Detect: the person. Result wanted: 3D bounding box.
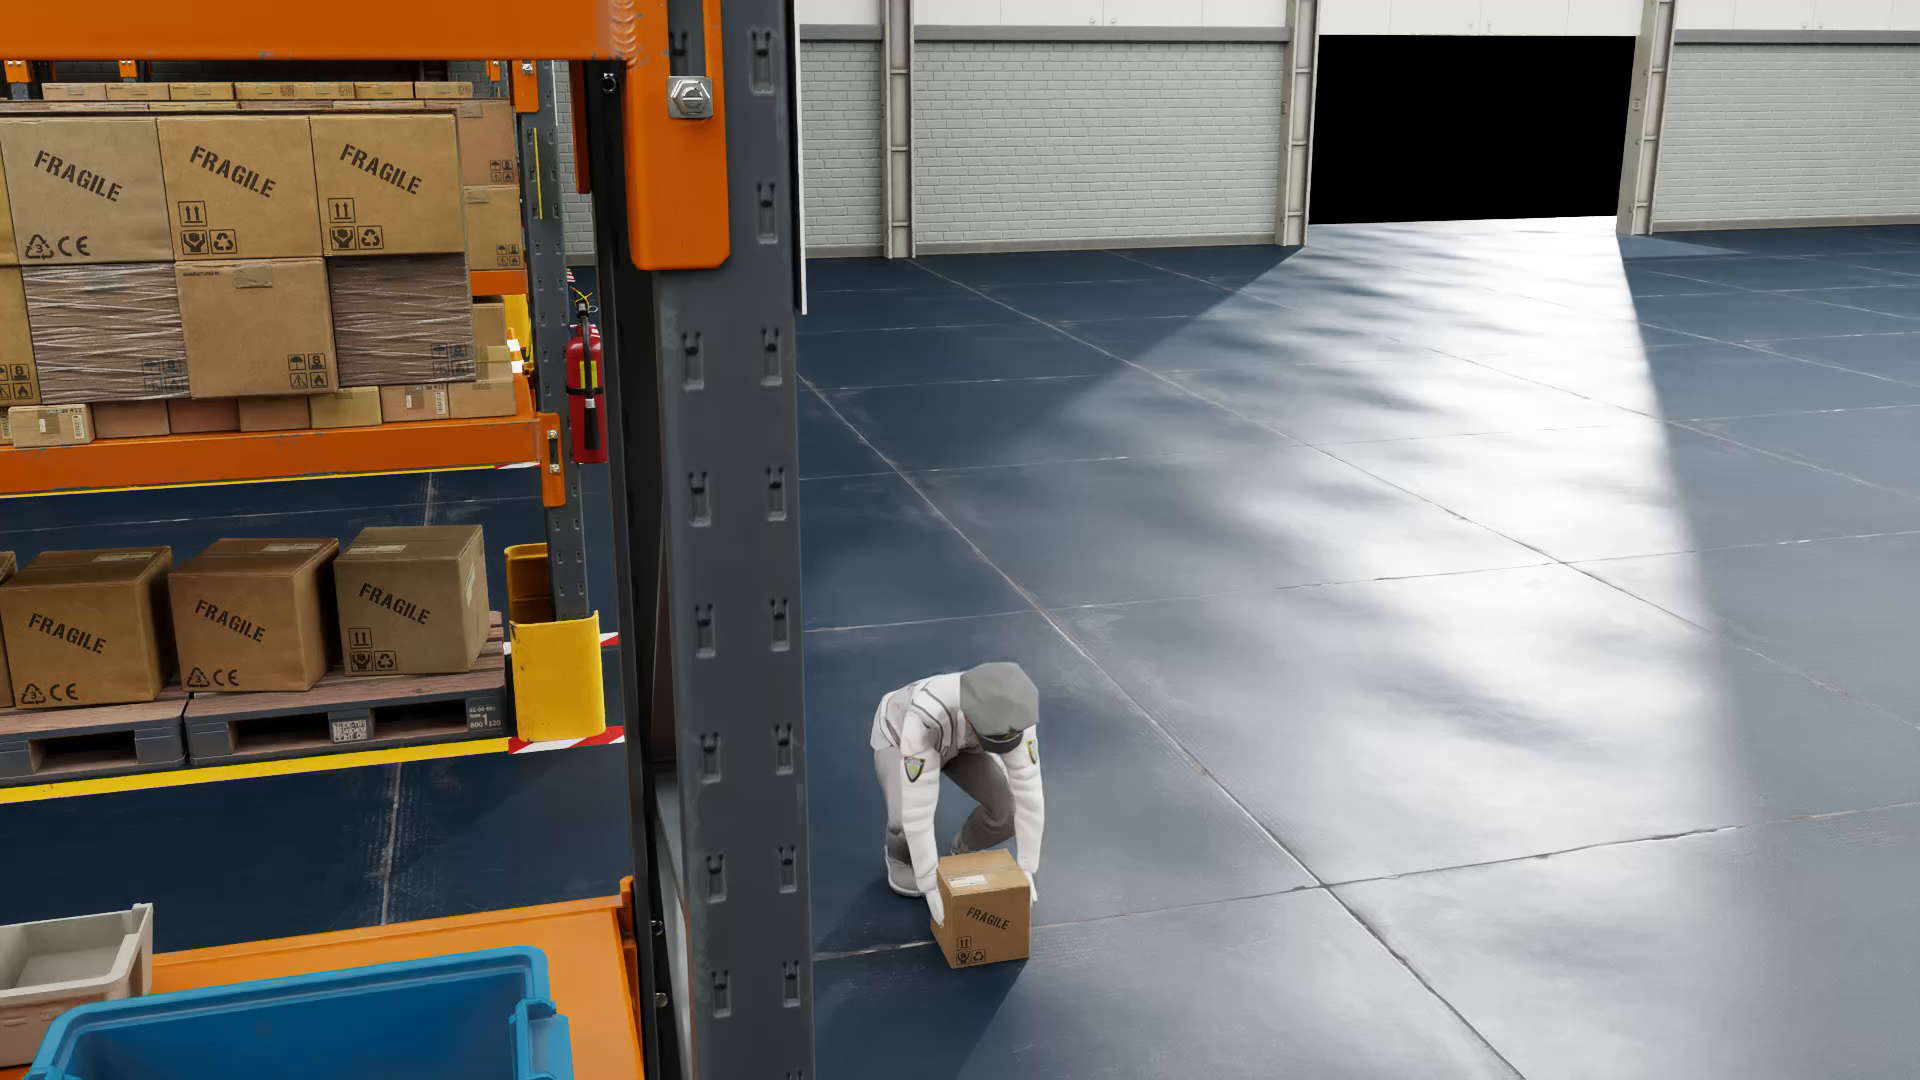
[{"bbox_3d":[-0.011,0.742,5.360,0.485,0.897,0.856,-5,17,-15],"label":"person"}]
